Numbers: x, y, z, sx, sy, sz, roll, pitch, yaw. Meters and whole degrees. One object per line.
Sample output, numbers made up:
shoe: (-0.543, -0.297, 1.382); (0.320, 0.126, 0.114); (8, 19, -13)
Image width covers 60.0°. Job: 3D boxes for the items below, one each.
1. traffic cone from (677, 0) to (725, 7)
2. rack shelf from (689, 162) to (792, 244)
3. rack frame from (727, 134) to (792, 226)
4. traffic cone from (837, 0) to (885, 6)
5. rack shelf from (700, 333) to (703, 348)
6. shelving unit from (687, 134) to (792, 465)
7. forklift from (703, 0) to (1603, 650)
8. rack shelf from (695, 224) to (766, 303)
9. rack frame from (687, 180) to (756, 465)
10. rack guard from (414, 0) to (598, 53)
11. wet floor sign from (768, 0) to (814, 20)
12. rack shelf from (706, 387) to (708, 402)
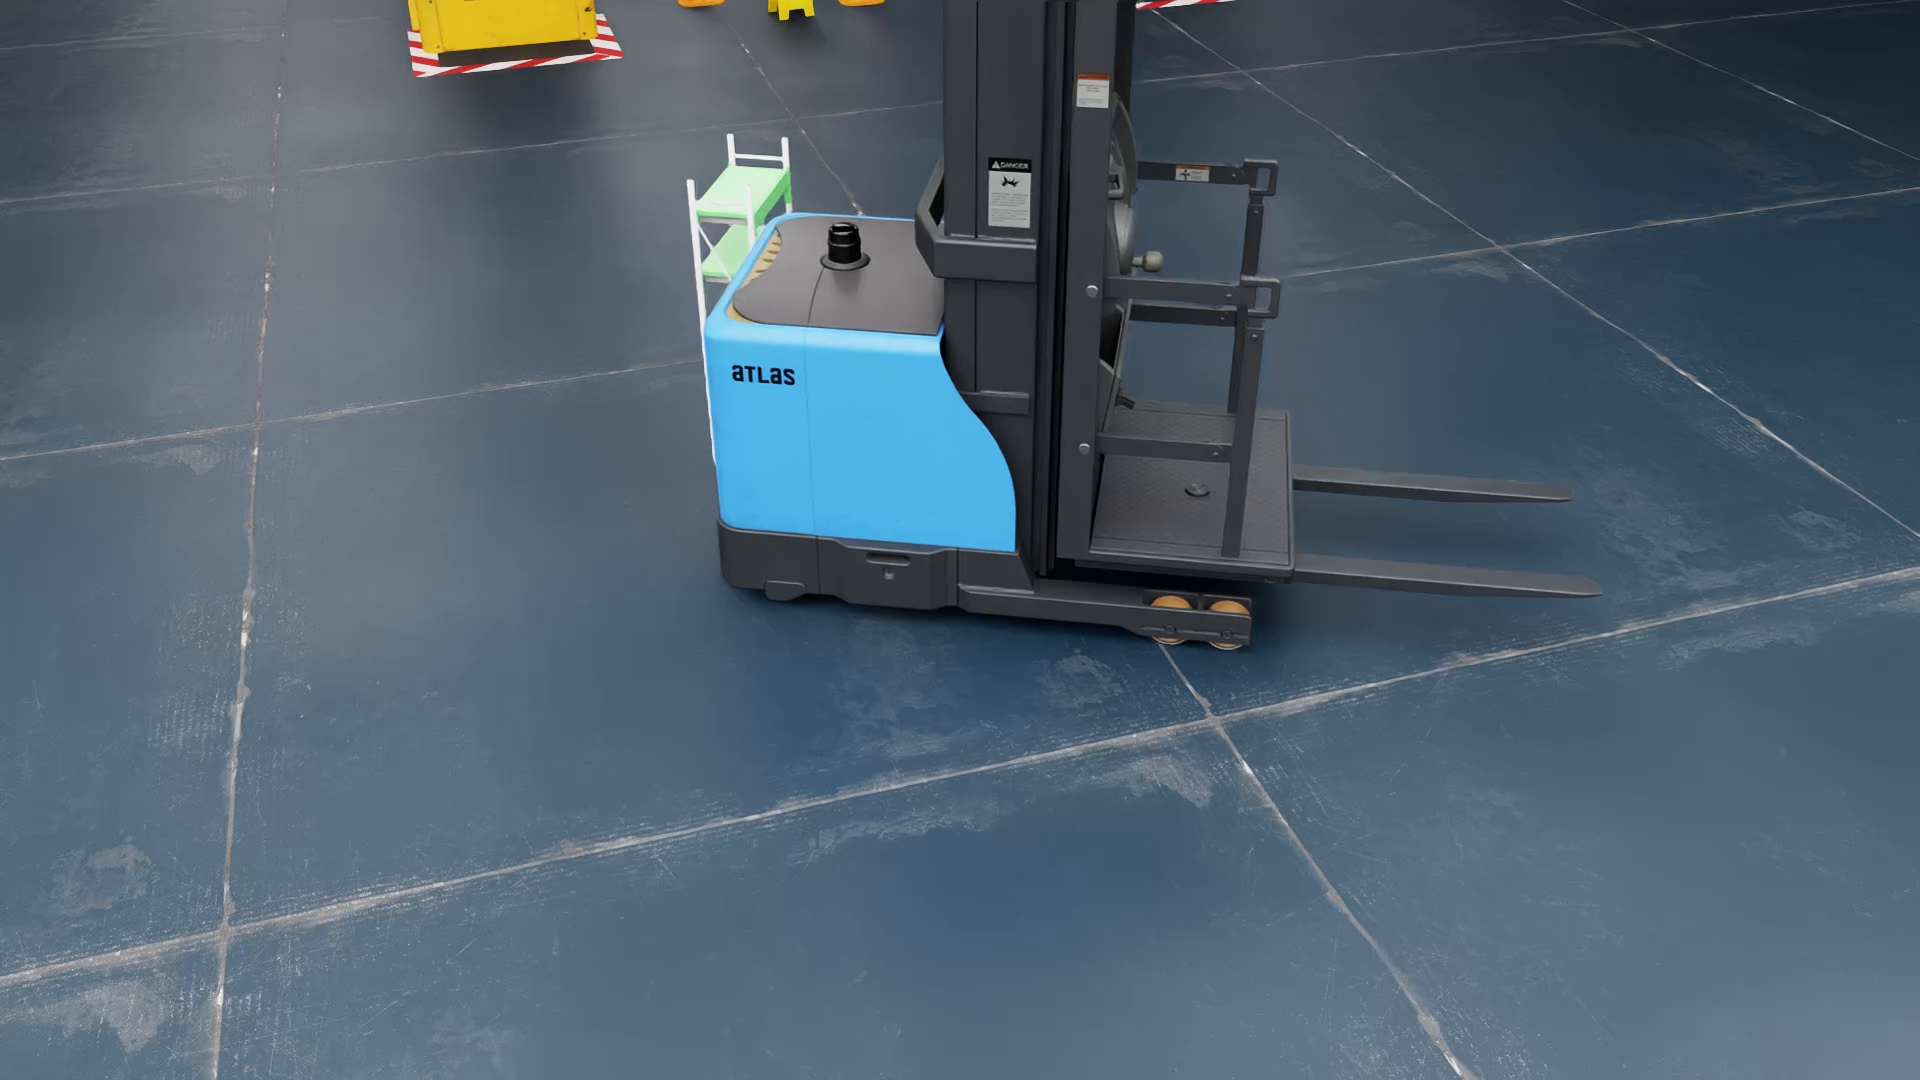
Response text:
traffic cone: (-1.922, -4.185, 12.163); (0.336, 0.463, 0.334); (-10, 35, -15)
rack shelf: (-0.829, -1.276, 6.338); (0.258, 0.148, 0.480); (6, 34, 9)
rack frame: (-0.784, -1.061, 6.768); (0.240, 1.200, 0.015); (6, 34, 9)
traffic cone: (-0.742, -4.196, 12.181); (0.336, 0.463, 0.334); (-10, 35, -15)
rack shelf: (-0.829, -0.876, 6.603); (0.258, 0.148, 0.480); (6, 34, 9)
shelving unit: (-0.829, -0.929, 6.567); (0.258, 1.200, 0.503); (6, 34, 9)
forklift: (0.710, -1.163, 5.352); (3.031, 2.935, 1.130); (5, 34, 7)
rack shelf: (-0.829, -1.076, 6.470); (0.258, 0.148, 0.480); (6, 34, 9)
rack frame: (-0.874, -0.797, 6.367); (0.240, 1.200, 0.015); (6, 34, 9)
rack guard: (-3.105, -3.670, 11.351); (1.175, 0.500, 0.348); (-10, 35, -15)
wet floor sign: (-1.218, -4.061, 11.811); (0.267, 0.644, 0.232); (-16, 37, -23)
rack shelf: (-0.829, -0.675, 6.735); (0.258, 0.148, 0.480); (6, 34, 9)
